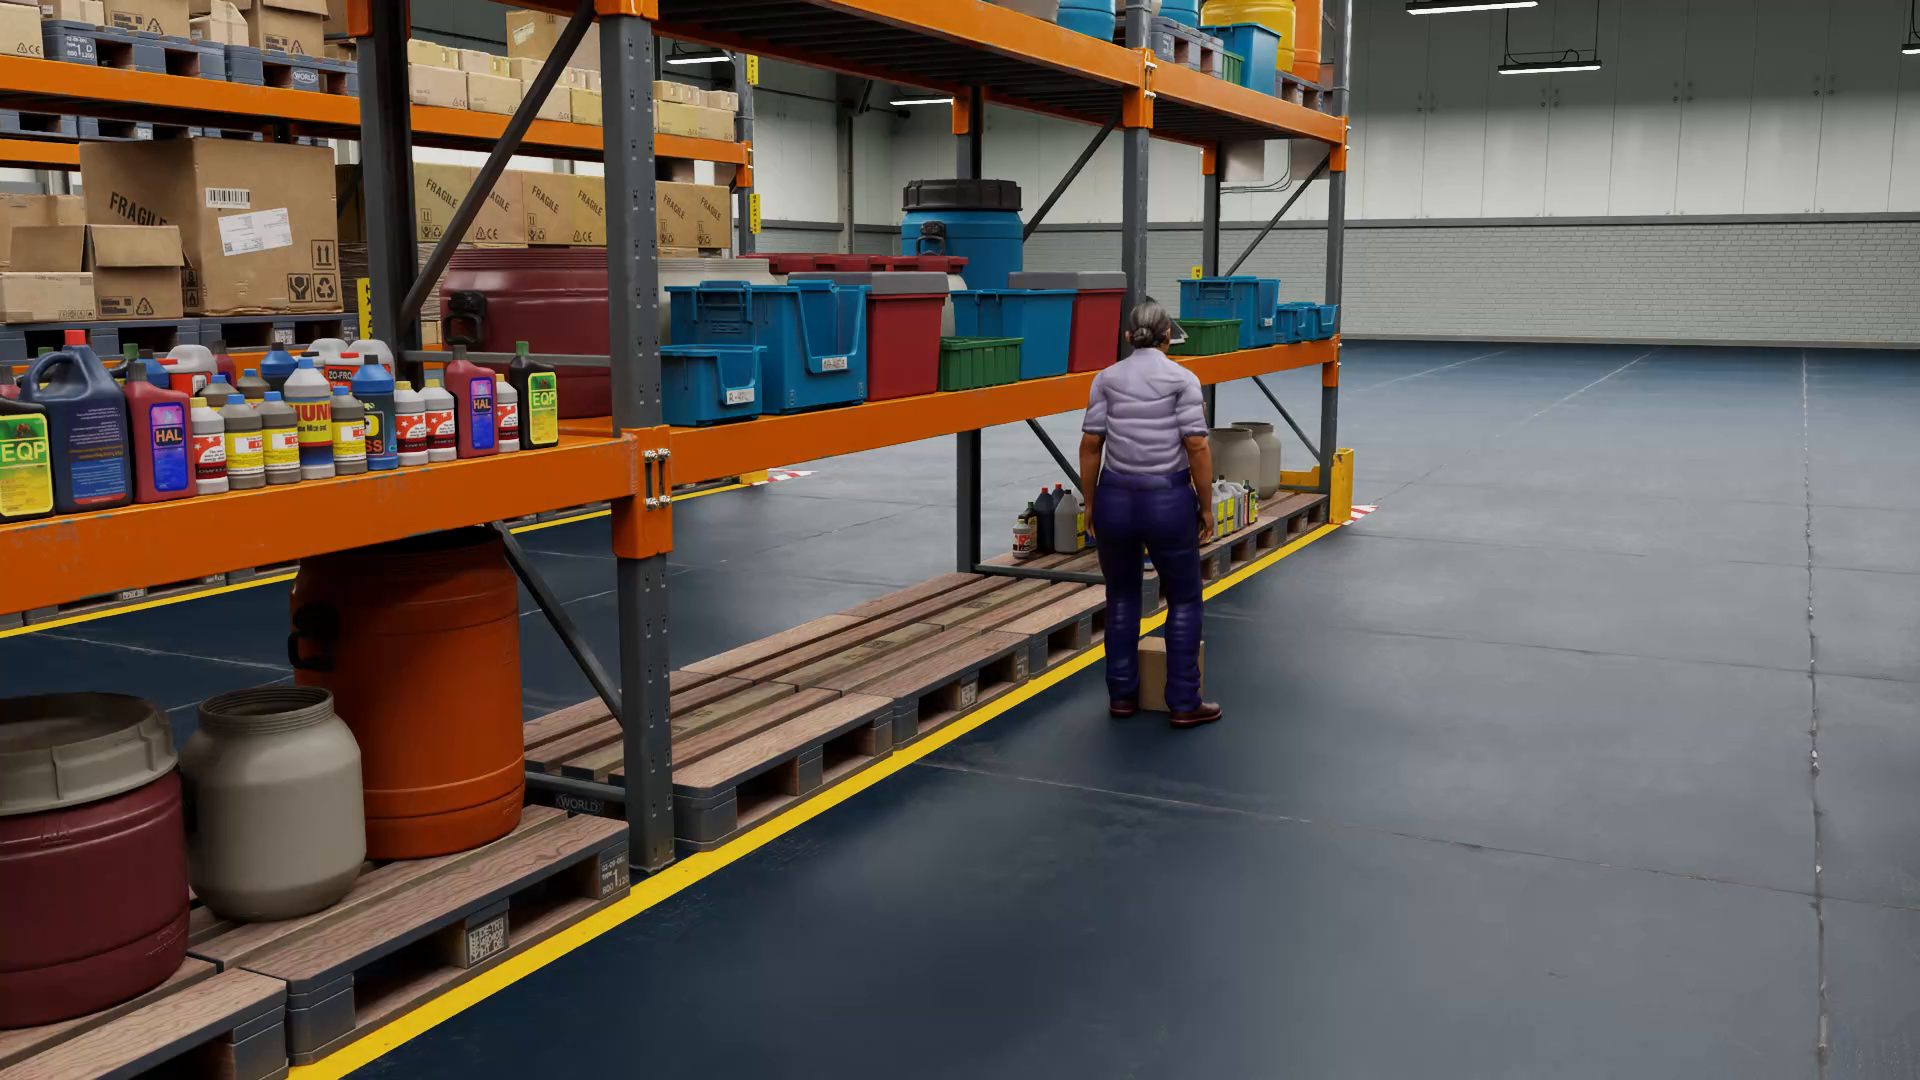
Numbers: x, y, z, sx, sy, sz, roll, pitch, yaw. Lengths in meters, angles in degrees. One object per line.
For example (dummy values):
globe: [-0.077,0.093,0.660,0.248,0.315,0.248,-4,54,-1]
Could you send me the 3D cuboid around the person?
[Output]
person: [0.756,-0.106,6.560,0.564,1.649,0.420,4,10,23]
